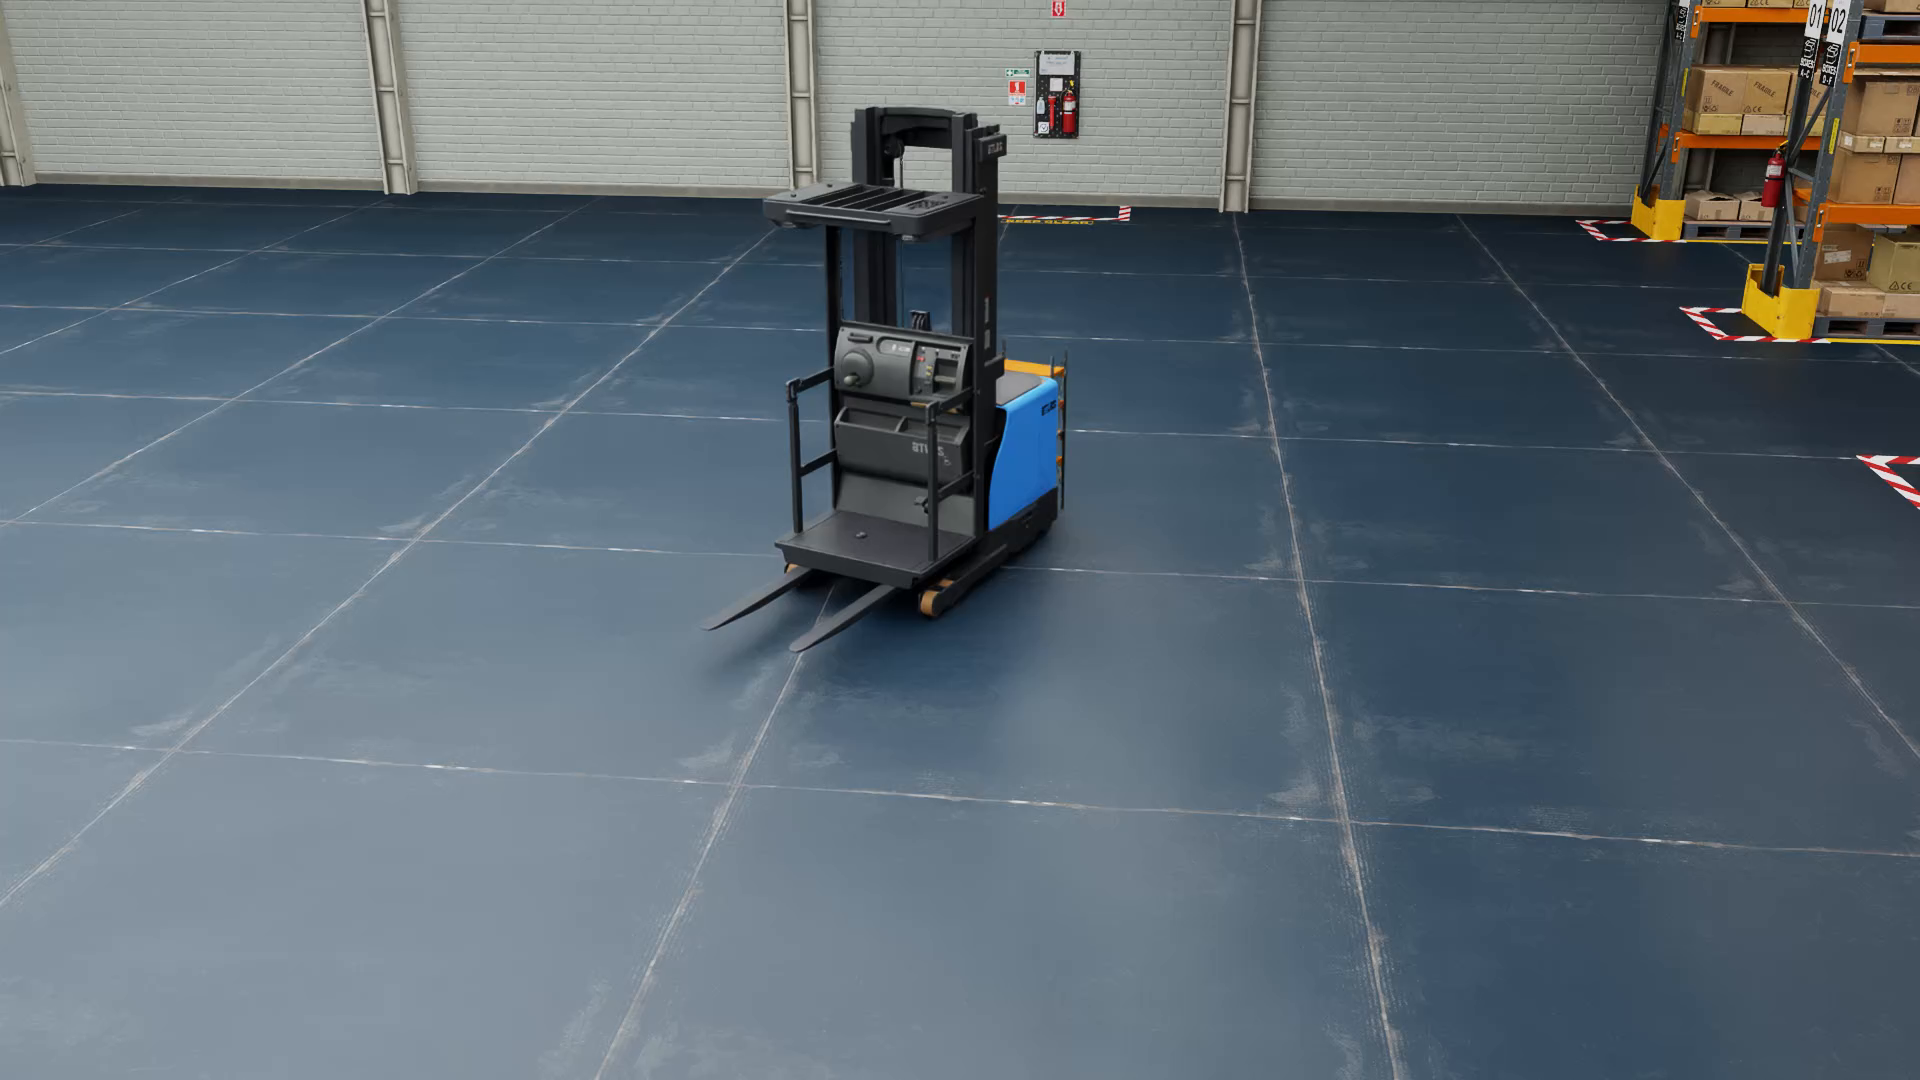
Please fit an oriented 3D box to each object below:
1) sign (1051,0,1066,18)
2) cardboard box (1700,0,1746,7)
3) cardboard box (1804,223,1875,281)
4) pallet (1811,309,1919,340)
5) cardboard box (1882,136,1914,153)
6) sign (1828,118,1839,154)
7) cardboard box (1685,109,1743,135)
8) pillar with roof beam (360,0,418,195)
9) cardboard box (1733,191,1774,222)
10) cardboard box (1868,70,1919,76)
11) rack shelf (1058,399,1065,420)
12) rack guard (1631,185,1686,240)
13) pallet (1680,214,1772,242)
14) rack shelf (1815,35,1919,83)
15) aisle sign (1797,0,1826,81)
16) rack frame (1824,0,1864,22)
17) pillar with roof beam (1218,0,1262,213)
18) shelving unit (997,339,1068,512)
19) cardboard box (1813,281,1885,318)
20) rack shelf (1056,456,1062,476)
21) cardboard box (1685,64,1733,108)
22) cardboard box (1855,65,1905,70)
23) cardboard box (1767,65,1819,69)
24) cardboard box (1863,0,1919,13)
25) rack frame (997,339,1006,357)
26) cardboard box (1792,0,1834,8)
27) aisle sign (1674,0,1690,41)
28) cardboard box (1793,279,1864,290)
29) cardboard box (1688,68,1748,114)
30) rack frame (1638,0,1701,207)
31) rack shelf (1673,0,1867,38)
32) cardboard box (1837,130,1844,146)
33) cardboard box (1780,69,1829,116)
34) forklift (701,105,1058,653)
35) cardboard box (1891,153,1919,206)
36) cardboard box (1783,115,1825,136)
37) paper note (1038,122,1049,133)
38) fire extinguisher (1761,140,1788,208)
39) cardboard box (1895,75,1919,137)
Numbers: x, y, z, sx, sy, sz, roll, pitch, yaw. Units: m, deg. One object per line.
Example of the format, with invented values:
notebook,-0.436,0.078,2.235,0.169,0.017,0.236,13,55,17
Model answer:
sign,1.327,-7.183,22.376,0.199,0.298,0.001,2,22,6
cardboard box,9.237,-6.747,20.184,0.500,0.500,0.500,3,22,8
cardboard box,8.923,-2.944,16.956,0.500,0.500,0.500,2,22,6
pallet,9.119,-2.279,16.917,1.213,0.211,1.003,2,22,6
cardboard box,8.982,-3.836,16.044,0.250,0.149,0.380,2,22,5
sign,8.284,-3.831,15.764,0.005,0.325,0.100,2,22,6
cardboard box,9.381,-5.205,20.702,0.500,0.250,0.500,2,22,5
pillar with roof beam,-8.650,-7.685,18.638,0.400,9.000,9.100,2,22,6
cardboard box,10.177,-4.269,21.217,0.500,0.311,0.500,4,22,11
cardboard box,11.405,-5.470,20.354,0.500,0.500,0.500,2,22,5
rack shelf,0.472,-0.926,11.725,0.480,0.148,0.258,11,24,27
rack guard,9.010,-4.237,21.476,0.348,0.500,1.175,2,22,6
pallet,9.812,-4.054,21.408,1.213,0.211,1.003,2,22,6
rack shelf,10.341,-4.567,15.812,4.000,0.370,1.077,2,22,6
aisle sign,8.324,-4.913,16.250,0.004,0.787,0.394,2,22,6
rack frame,8.355,-6.383,15.347,0.127,3.000,1.000,2,22,6
pillar with roof beam,3.266,-7.166,17.325,0.400,9.000,9.100,2,22,6
shelving unit,0.472,-0.781,11.782,0.503,1.200,0.258,11,24,27
cardboard box,8.861,-2.406,16.614,0.500,0.250,0.500,2,22,6
rack shelf,0.472,-0.533,11.880,0.480,0.148,0.258,11,24,27
cardboard box,9.427,-5.748,21.056,0.500,0.500,0.500,2,22,6
cardboard box,11.457,-5.662,20.837,0.500,0.500,0.500,3,22,8
cardboard box,10.440,-5.702,20.939,0.500,0.500,0.500,2,22,5
cardboard box,8.925,-5.271,15.710,0.637,0.503,0.797,4,22,10
rack frame,0.258,-0.824,11.891,0.015,1.200,0.240,11,24,27
cardboard box,10.282,-6.690,20.039,0.500,0.500,0.500,4,22,9
aisle sign,8.827,-6.505,20.278,0.004,0.787,0.394,2,22,6
cardboard box,8.922,-2.595,17.092,0.500,0.250,0.500,2,22,6
cardboard box,9.373,-5.560,20.581,0.500,0.500,0.500,3,22,6
rack frame,8.934,-5.402,21.025,0.127,3.000,1.000,2,22,6
rack shelf,10.920,-6.376,20.387,4.000,0.370,1.077,2,22,6
cardboard box,8.757,-3.995,16.446,0.250,0.149,0.380,2,22,5
cardboard box,10.375,-5.511,20.455,0.500,0.500,0.500,2,22,5
forklift,-0.470,-1.078,10.181,1.130,2.935,3.031,11,24,27
cardboard box,9.339,-3.594,16.315,0.500,0.500,0.700,3,22,8
cardboard box,10.404,-5.163,20.597,0.500,0.250,0.500,2,22,5
paper note,1.156,-5.692,22.954,0.142,0.148,0.016,2,22,6
fire extinguisher,8.292,-3.732,16.906,0.183,0.674,0.296,2,22,6
cardboard box,9.393,-4.195,16.072,0.500,0.500,0.700,2,22,5
